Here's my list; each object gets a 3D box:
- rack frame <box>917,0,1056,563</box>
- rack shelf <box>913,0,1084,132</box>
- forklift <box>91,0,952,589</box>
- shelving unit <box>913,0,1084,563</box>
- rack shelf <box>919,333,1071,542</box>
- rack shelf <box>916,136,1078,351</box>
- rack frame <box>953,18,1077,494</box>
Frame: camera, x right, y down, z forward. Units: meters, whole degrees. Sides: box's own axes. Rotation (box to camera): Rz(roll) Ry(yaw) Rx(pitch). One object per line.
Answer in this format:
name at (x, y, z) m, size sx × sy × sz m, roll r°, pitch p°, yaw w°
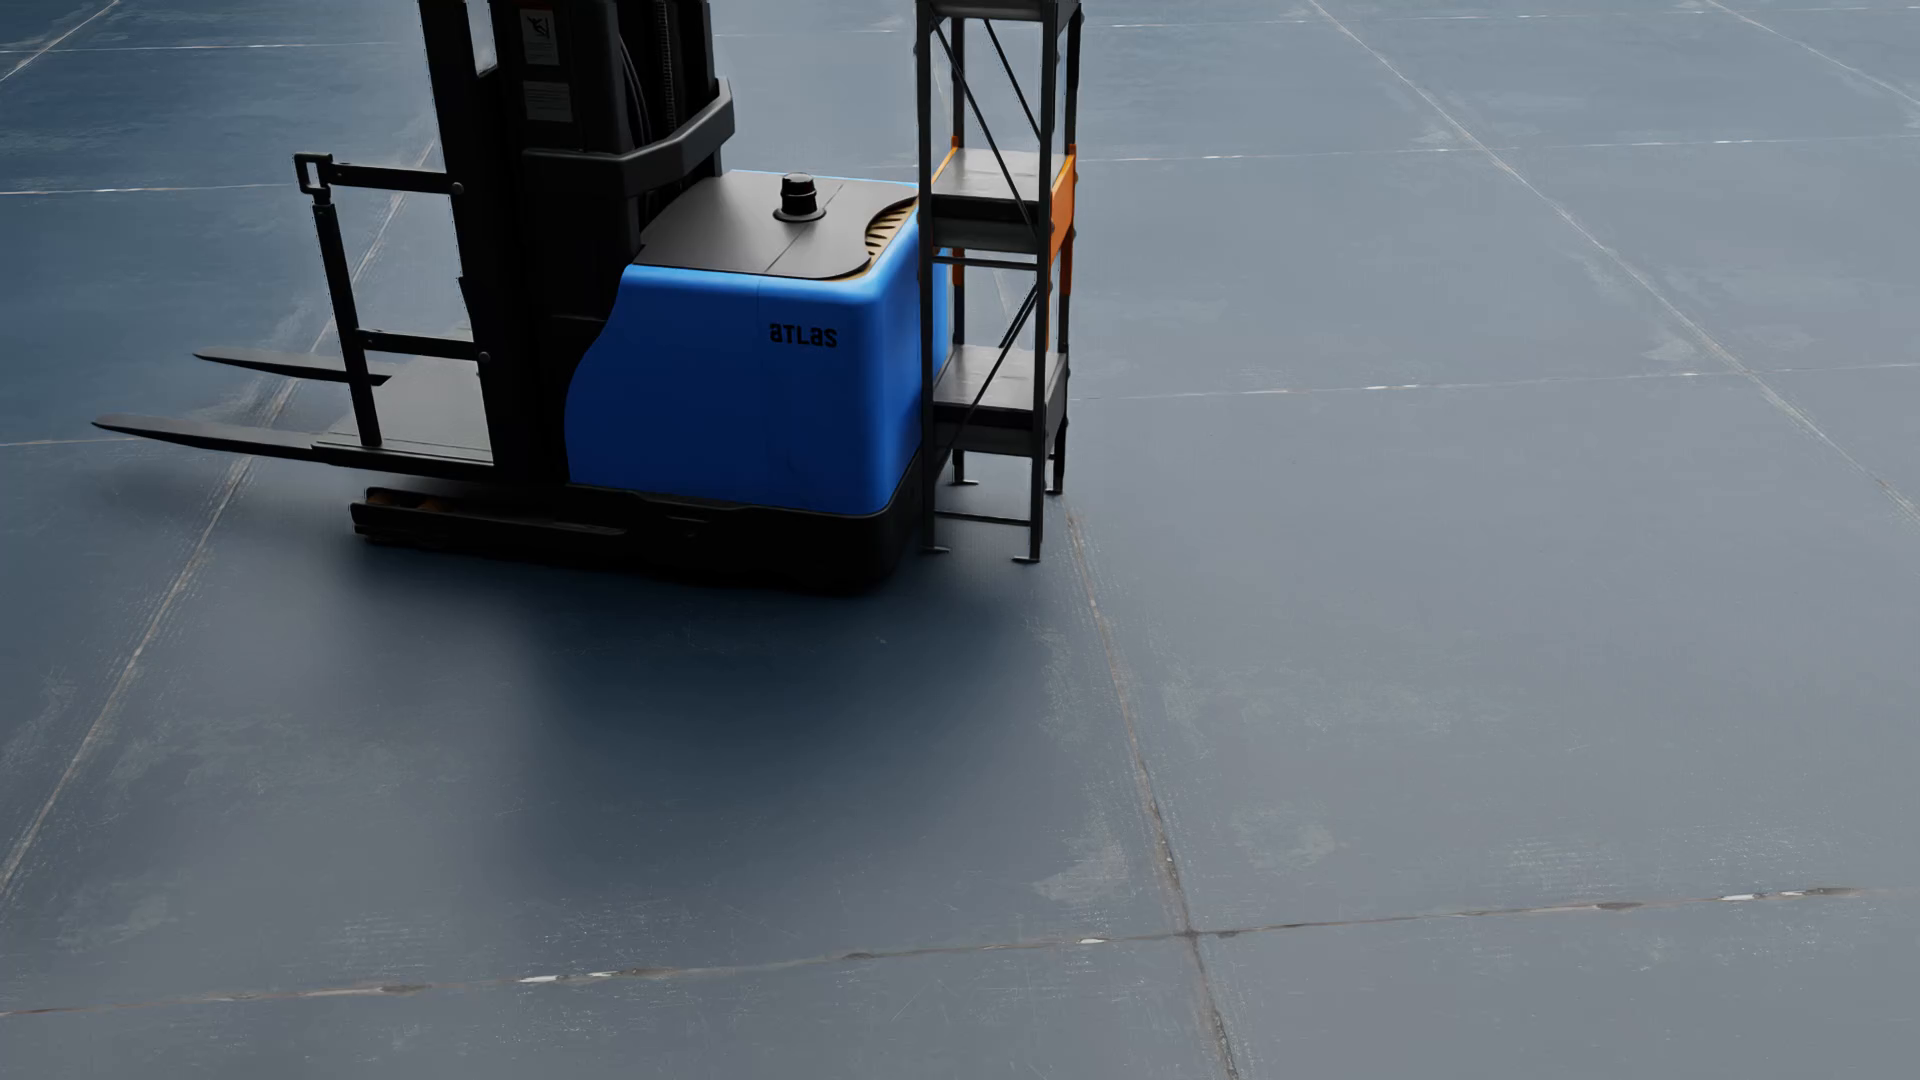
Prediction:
rack frame at (0.074, -0.848, 5.122) m, size 0.400 × 2.100 × 0.015 m, roll 6°, pitch 31°, yaw 10°
rack shelf at (0.125, -1.559, 4.974) m, size 0.431 × 0.518 × 0.480 m, roll 6°, pitch 31°, yaw 10°
forklift at (-1.604, -1.486, 5.379) m, size 3.031 × 2.935 × 1.130 m, roll 7°, pitch 32°, yaw 11°
shelving unit at (0.125, -0.970, 5.326) m, size 0.431 × 2.100 × 0.503 m, roll 6°, pitch 31°, yaw 10°
rack shelf at (0.125, -0.357, 5.692) m, size 0.431 × 0.518 × 0.480 m, roll 6°, pitch 31°, yaw 10°
rack shelf at (0.125, -0.958, 5.333) m, size 0.431 × 0.518 × 0.480 m, roll 6°, pitch 31°, yaw 10°
rack frame at (0.176, -1.092, 5.531) m, size 0.400 × 2.100 × 0.015 m, roll 6°, pitch 31°, yaw 10°
